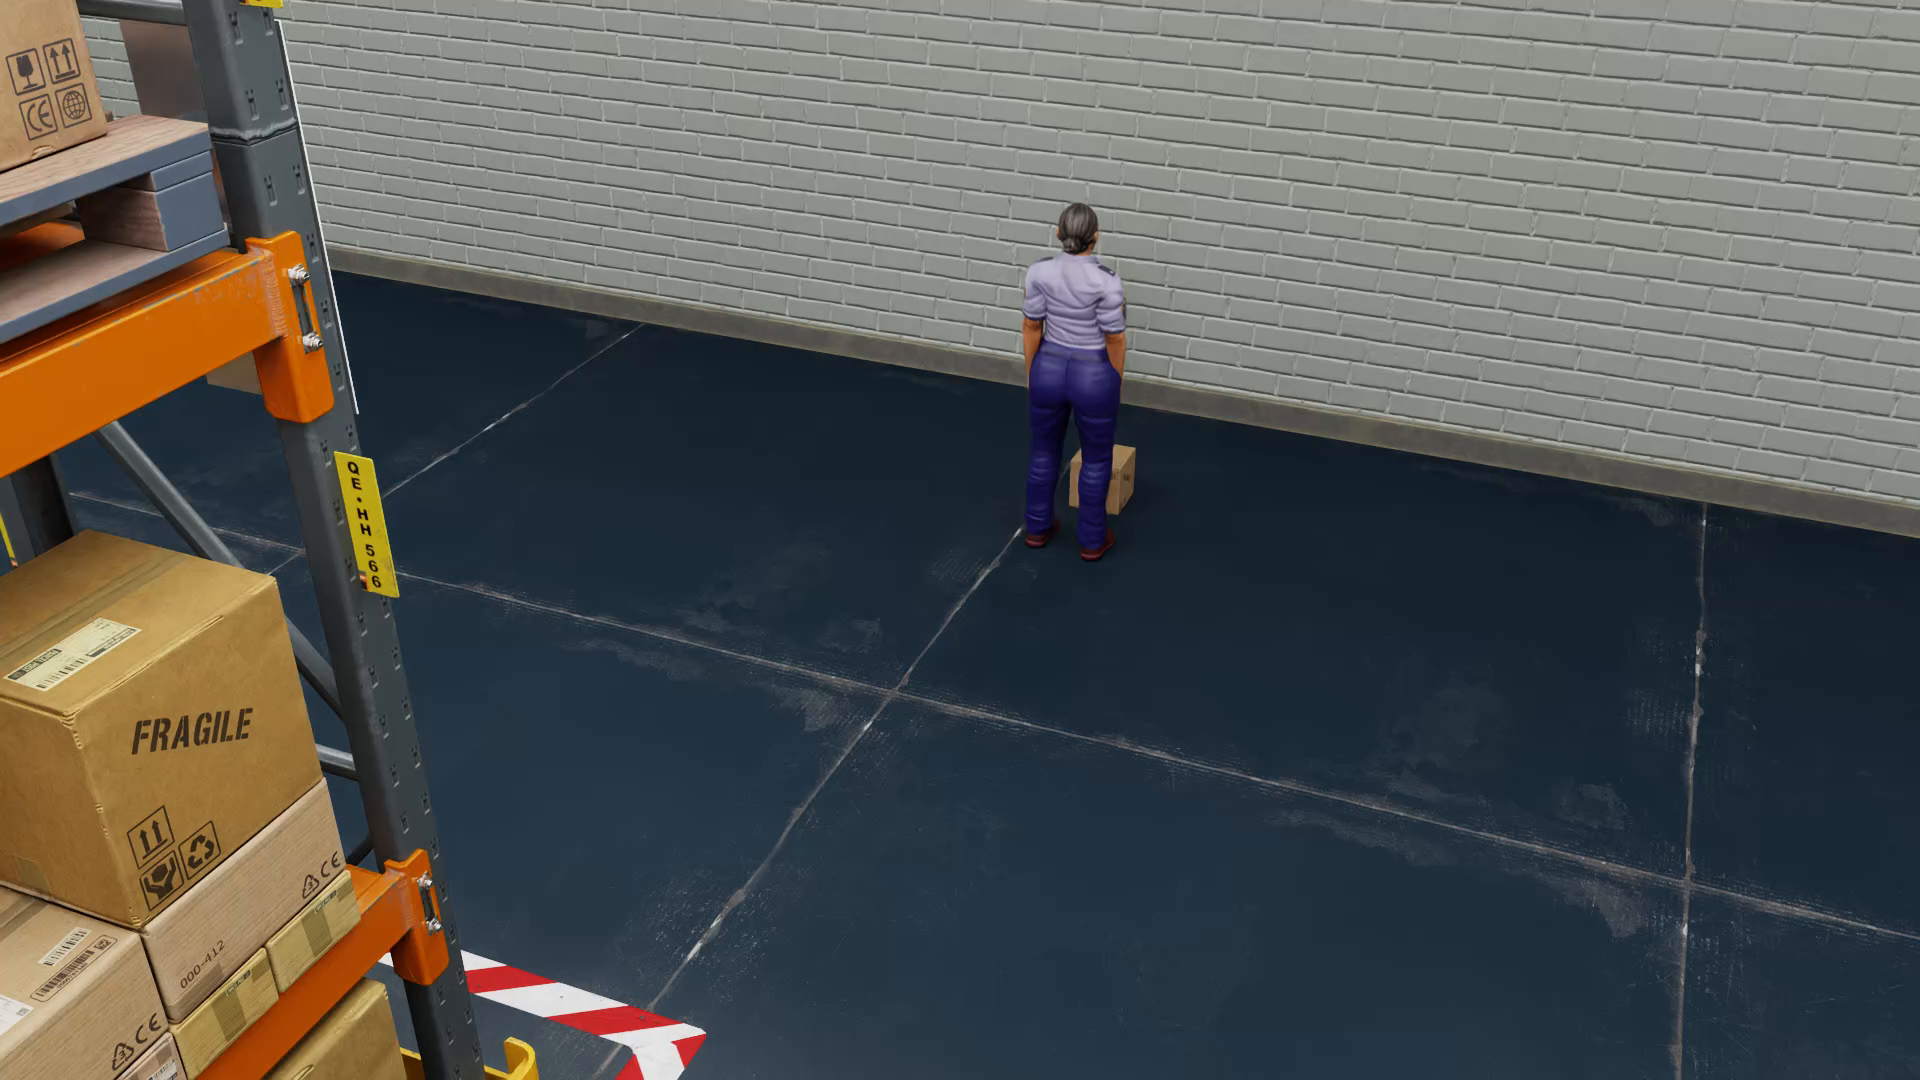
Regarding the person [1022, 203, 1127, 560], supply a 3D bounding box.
[{"bbox_3d":[0.506,-0.698,7.364,0.471,1.653,0.349,12,32,20],"label":"person"}]
